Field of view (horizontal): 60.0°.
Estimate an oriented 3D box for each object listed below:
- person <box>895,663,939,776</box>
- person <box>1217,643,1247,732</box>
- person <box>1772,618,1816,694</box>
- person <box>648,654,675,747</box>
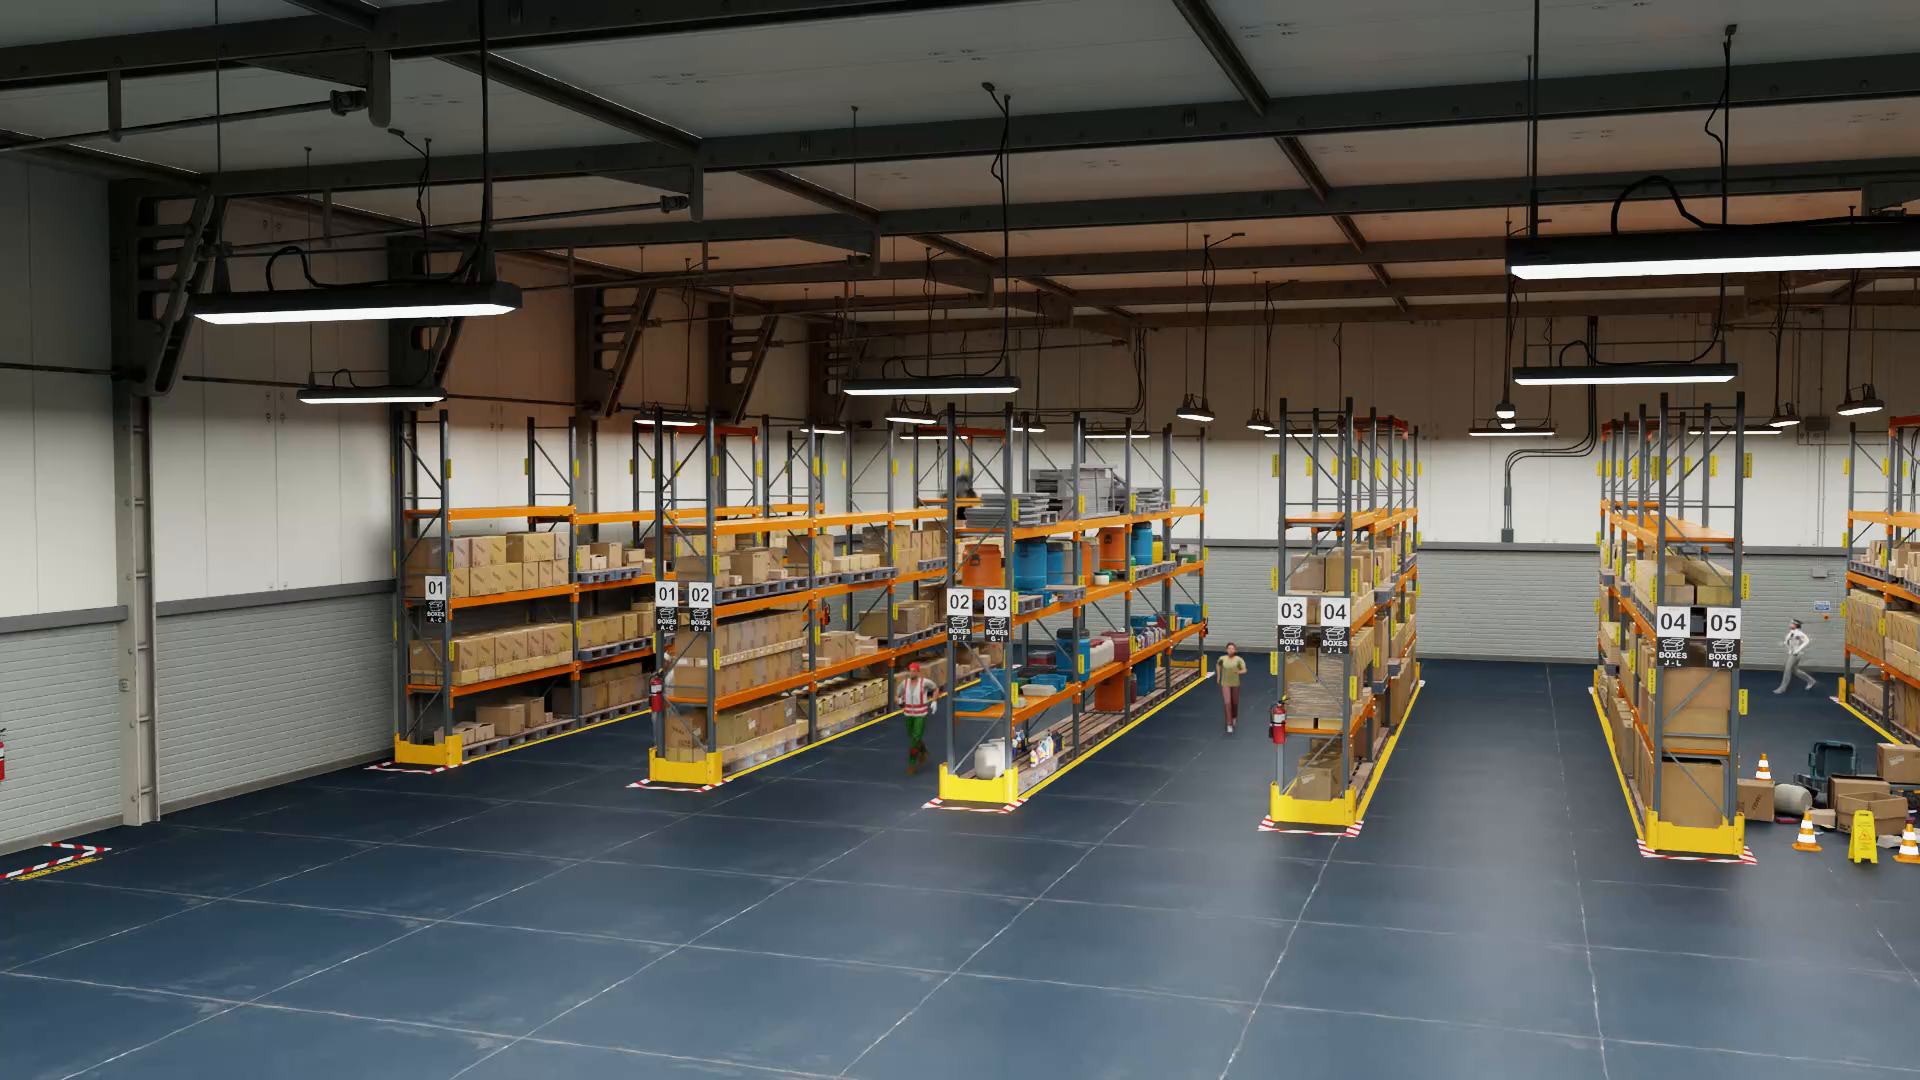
[{"bbox_3d":[-0.725,2.942,27.531,0.690,1.848,0.913,1,3,18],"label":"person"},{"bbox_3d":[5.174,2.776,31.693,0.572,1.659,0.970,0,2,9],"label":"person"},{"bbox_3d":[18.511,2.561,36.861,0.922,1.696,0.614,1,3,12],"label":"person"},{"bbox_3d":[-5.145,2.873,29.063,0.682,1.785,0.941,1,3,17],"label":"person"}]
